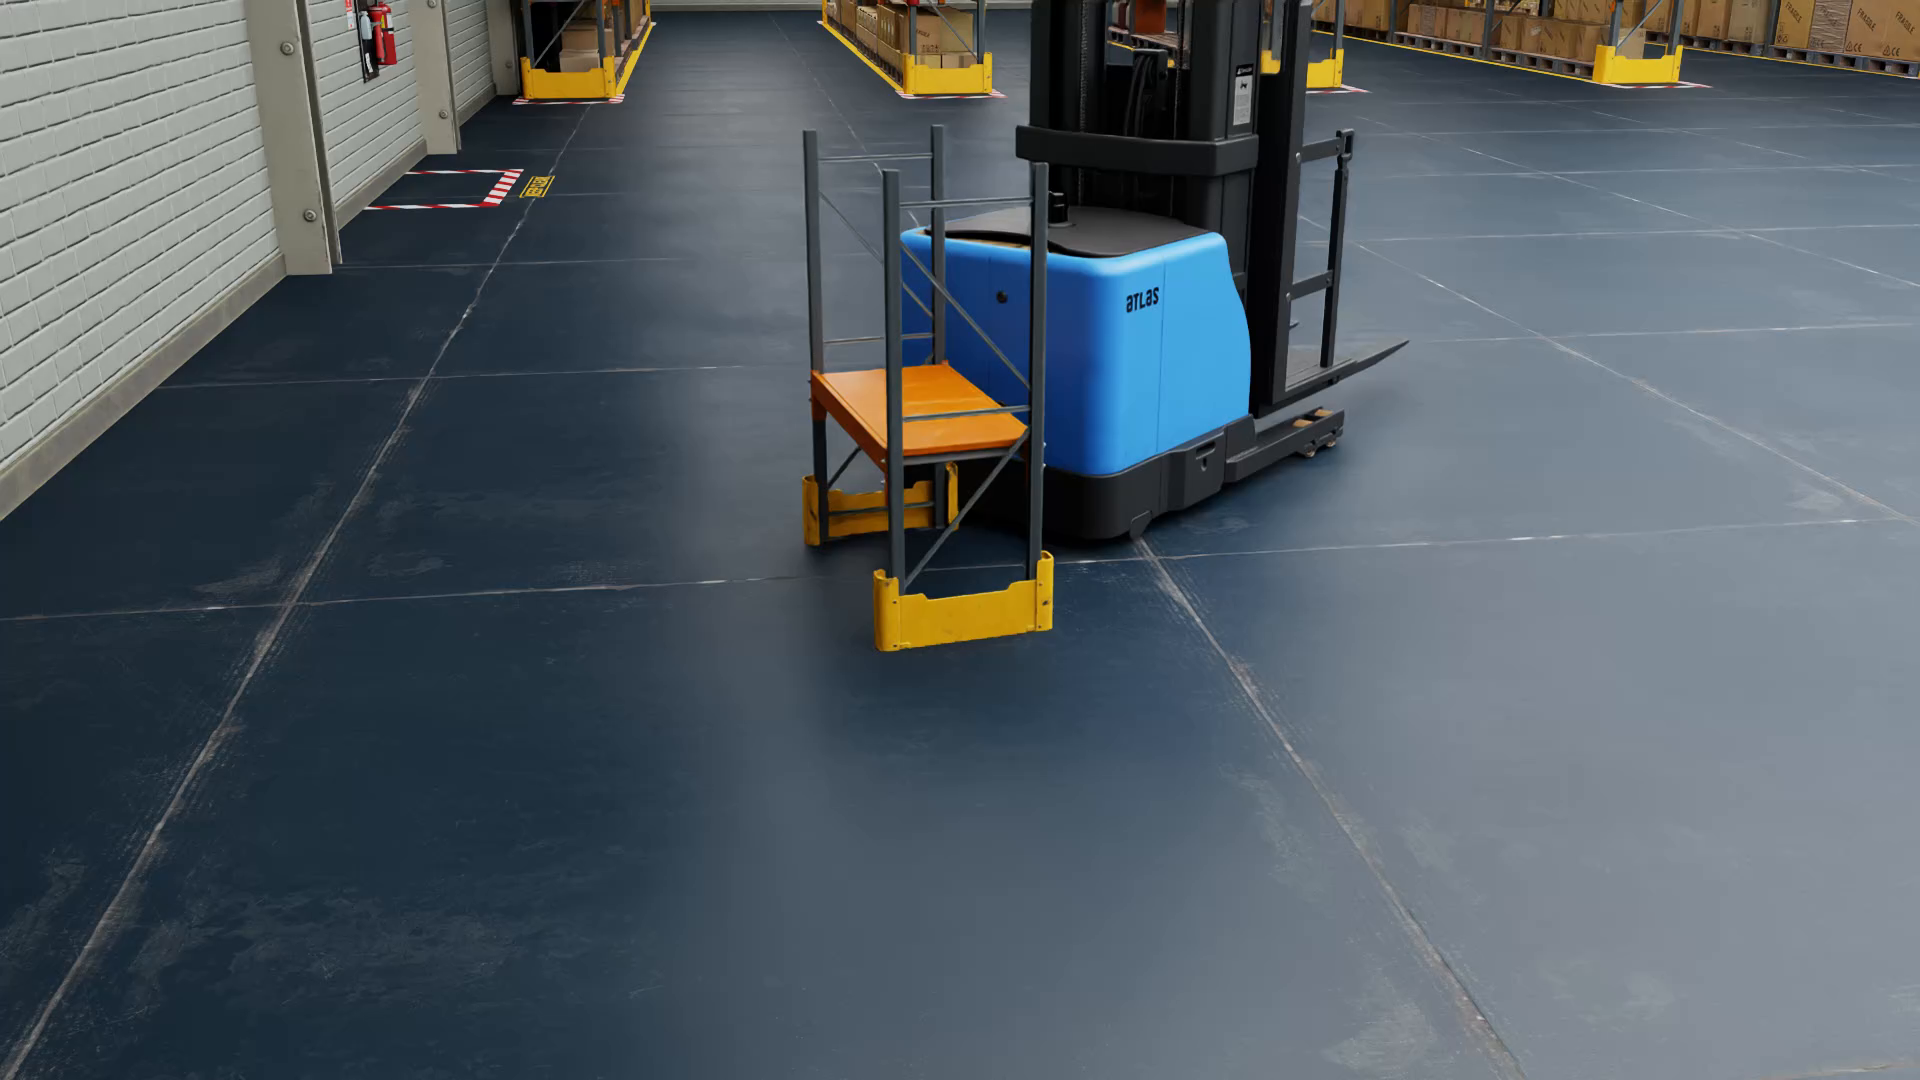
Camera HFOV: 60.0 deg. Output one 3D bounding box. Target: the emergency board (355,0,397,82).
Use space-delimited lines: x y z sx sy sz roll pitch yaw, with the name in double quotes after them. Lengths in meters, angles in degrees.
-4.846 -4.426 13.779 0.194 1.169 0.643 -3 21 -8 "emergency board"

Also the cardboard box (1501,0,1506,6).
12.319 -12.022 37.165 0.380 0.149 0.250 -2 21 -5 "cardboard box"

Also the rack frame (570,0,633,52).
-6.225 -9.932 28.521 1.000 3.000 0.127 -3 21 -8 "rack frame"

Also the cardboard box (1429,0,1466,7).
8.692 -9.654 29.650 0.500 0.250 0.500 -1 20 -2 "cardboard box"

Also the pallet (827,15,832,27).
-2.350 -11.344 36.288 1.003 0.211 1.213 -3 21 -8 "pallet"

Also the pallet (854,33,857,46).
-1.394 -9.137 30.379 1.003 0.211 1.213 -3 21 -8 "pallet"

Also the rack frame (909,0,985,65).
-0.171 -7.413 21.778 1.000 3.000 0.127 -3 21 -8 "rack frame"

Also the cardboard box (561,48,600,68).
-5.165 -6.550 22.681 0.500 0.311 0.500 -1 21 -3 "cardboard box"

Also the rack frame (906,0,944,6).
-0.747 -8.798 25.486 1.000 3.000 0.127 -3 21 -8 "rack frame"

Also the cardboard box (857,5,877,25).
-1.539 -9.158 28.978 0.500 0.311 0.500 -2 21 -6 "cardboard box"

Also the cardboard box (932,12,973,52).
-0.102 -7.043 23.044 0.500 0.500 0.500 -3 21 -8 "cardboard box"

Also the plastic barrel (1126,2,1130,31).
3.321 -9.822 31.183 0.421 0.512 0.421 0 20 0 "plastic barrel"

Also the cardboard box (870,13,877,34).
-1.171 -8.275 26.613 0.500 0.311 0.500 -2 21 -6 "cardboard box"

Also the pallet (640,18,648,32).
-7.013 -10.701 34.566 1.003 0.211 1.213 -3 21 -8 "pallet"

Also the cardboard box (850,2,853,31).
-1.765 -9.709 30.869 0.500 0.500 0.500 -4 21 -10 "cardboard box"

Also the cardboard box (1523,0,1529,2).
12.398 -11.704 35.889 0.380 0.149 0.250 -3 21 -8 "cardboard box"

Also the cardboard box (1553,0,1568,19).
12.670 -11.038 34.455 0.500 0.500 0.500 -2 21 -6 "cardboard box"

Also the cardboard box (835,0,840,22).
-2.263 -10.786 33.752 0.500 0.500 0.500 -3 21 -8 "cardboard box"

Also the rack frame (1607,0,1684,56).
9.633 -7.912 23.112 1.000 3.000 0.127 -3 21 -8 "rack frame"

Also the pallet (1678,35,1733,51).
13.614 -8.892 29.722 1.003 0.211 1.213 -3 21 -8 "pallet"

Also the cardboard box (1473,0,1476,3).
12.070 -12.473 38.373 0.380 0.149 0.250 -2 21 -5 "cardboard box"

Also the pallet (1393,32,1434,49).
8.591 -9.105 30.291 1.003 0.211 1.213 -3 21 -8 "pallet"

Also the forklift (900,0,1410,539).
1.036 -1.821 6.903 1.130 2.935 3.031 15 25 35 "forklift"

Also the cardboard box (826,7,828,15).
-2.721 -11.583 36.362 0.380 0.166 0.250 -3 21 -8 "cardboard box"

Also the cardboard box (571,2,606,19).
-5.838 -8.340 26.130 0.500 0.250 0.500 -3 21 -9 "cardboard box"

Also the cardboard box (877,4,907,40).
-0.990 -7.882 25.290 0.500 0.500 0.500 -3 21 -8 "cardboard box"

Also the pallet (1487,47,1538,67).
9.188 -7.760 26.690 1.003 0.211 1.213 -3 21 -8 "pallet"

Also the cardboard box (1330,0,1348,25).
8.145 -10.738 33.115 1.225 0.875 0.875 -4 21 -10 "cardboard box"

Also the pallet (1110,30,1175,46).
3.423 -9.396 31.072 1.003 0.211 1.213 -3 21 -8 "pallet"

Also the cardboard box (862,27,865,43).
-1.385 -8.542 28.129 0.500 0.250 0.500 -3 21 -9 "cardboard box"

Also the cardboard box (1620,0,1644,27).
13.049 -10.137 32.043 0.500 0.500 0.500 -3 21 -8 "cardboard box"

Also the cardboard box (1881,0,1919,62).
14.392 -7.560 24.606 0.875 0.875 0.875 -3 21 -7 "cardboard box"

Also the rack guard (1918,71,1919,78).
14.559 -6.947 24.103 1.175 0.500 0.348 -3 21 -8 "rack guard"

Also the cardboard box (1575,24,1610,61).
9.439 -7.360 24.606 0.500 0.500 0.500 2 21 6 "cardboard box"

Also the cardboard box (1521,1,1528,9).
12.358 -11.560 35.930 0.380 0.149 0.250 -4 21 -10 "cardboard box"

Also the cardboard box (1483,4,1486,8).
12.098 -12.064 37.704 0.380 0.149 0.250 -3 21 -7 "cardboard box"

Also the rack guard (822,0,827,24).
-2.466 -11.756 36.977 1.175 0.500 0.348 -3 21 -8 "rack guard"

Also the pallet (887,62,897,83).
-0.495 -6.791 24.097 1.003 0.211 1.213 -3 21 -8 "pallet"

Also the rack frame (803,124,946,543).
-0.295 -0.722 6.006 0.500 1.500 0.032 -6 21 -17 "rack frame"

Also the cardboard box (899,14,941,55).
-0.542 -6.844 22.511 0.500 0.500 0.500 -3 21 -8 "cardboard box"

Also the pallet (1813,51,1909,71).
14.190 -7.515 26.035 1.003 0.211 1.213 -3 21 -8 "pallet"

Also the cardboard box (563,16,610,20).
-5.895 -8.013 26.326 0.700 0.500 0.500 -3 21 -9 "cardboard box"

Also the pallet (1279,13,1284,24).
7.692 -11.451 36.573 1.003 0.211 1.213 -3 21 -8 "pallet"

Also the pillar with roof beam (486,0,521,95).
-1.769 -10.388 21.169 9.100 9.000 0.400 -3 21 -8 "pillar with roof beam"

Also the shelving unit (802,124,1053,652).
-0.141 -0.556 5.561 0.587 1.500 1.083 -6 21 -17 "shelving unit"

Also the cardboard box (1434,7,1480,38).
8.777 -9.098 29.233 0.700 0.500 0.500 -1 21 -3 "cardboard box"

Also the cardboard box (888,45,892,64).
-0.768 -7.011 24.031 0.500 0.250 0.500 -3 21 -8 "cardboard box"

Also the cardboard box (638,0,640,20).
-6.877 -10.781 33.766 0.700 0.500 0.500 -3 21 -8 "cardboard box"
